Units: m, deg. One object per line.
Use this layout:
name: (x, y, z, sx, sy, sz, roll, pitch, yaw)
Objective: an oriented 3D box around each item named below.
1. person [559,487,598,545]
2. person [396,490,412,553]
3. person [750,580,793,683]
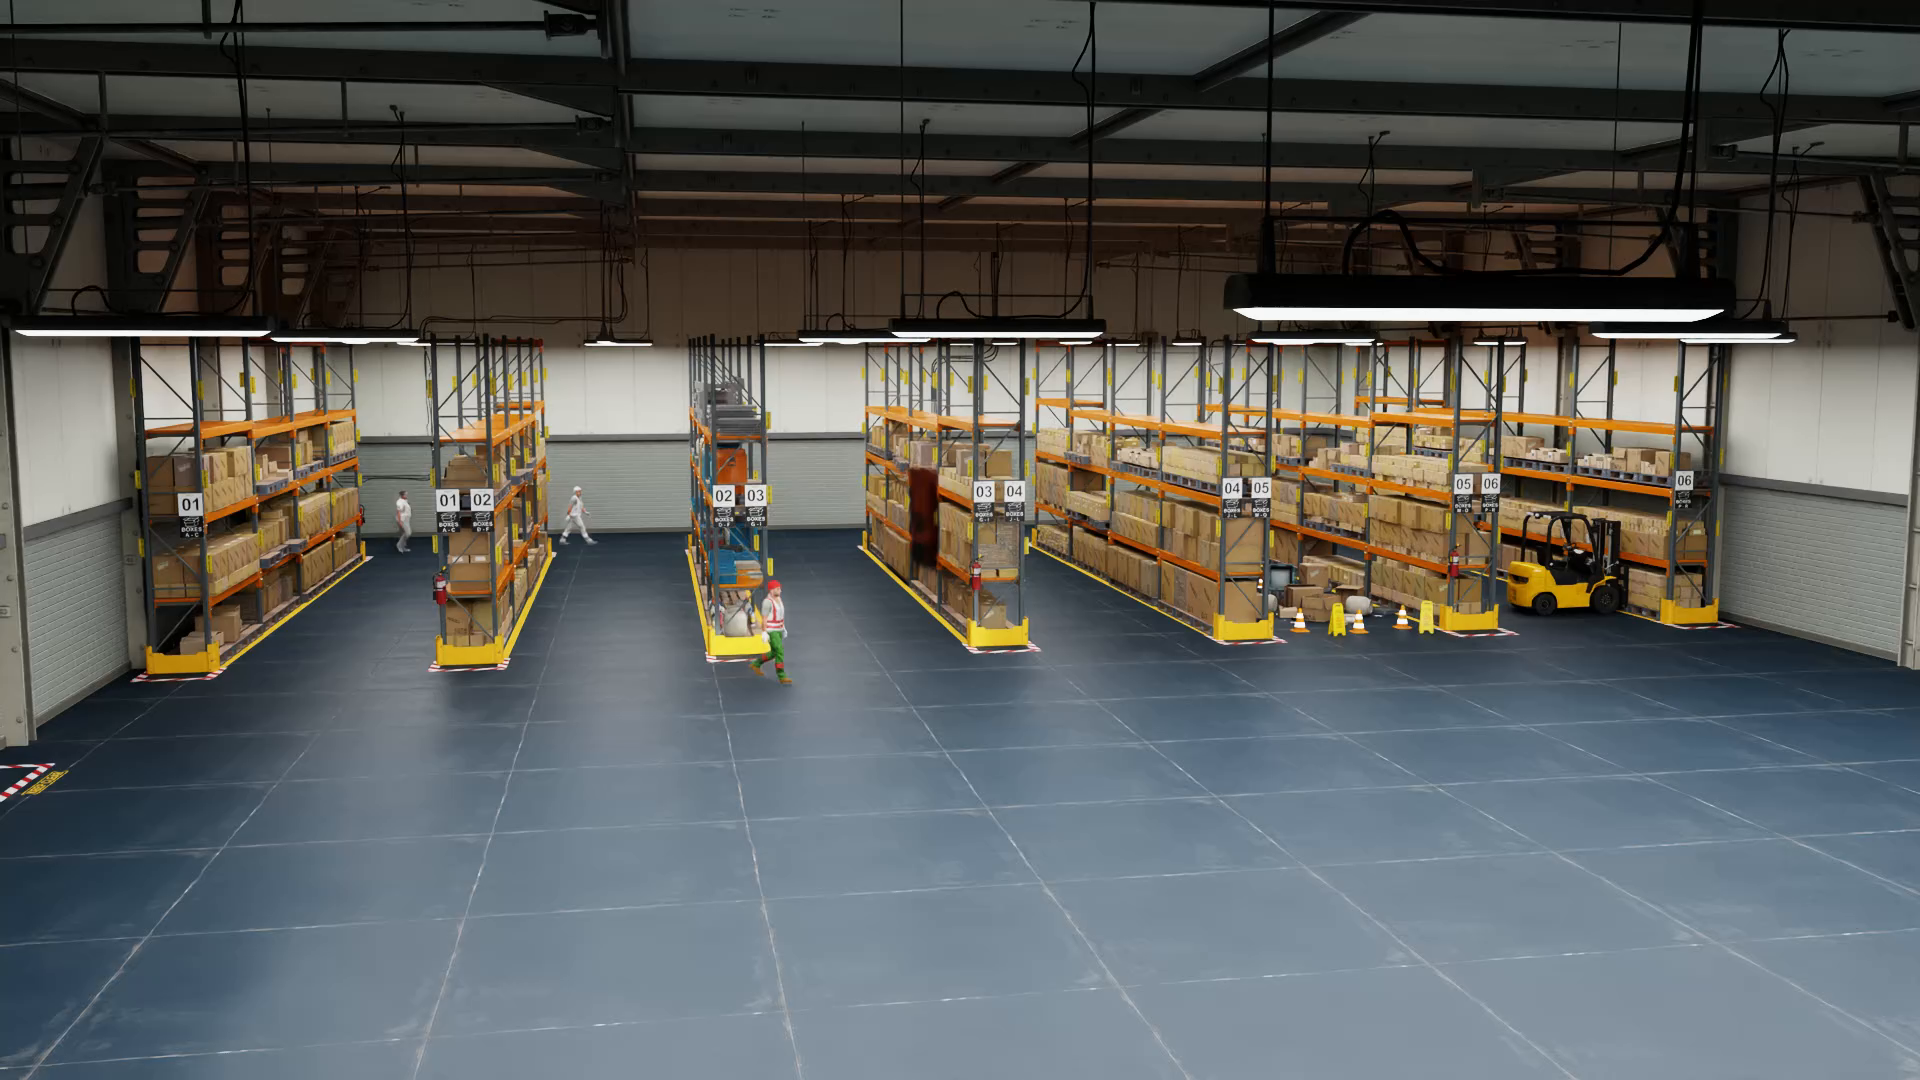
person: (-11.126, -0.707, 48.463, 1.120, 1.713, 0.501, -1, 7, -6)
person: (-15.708, -0.533, 46.949, 0.444, 1.782, 0.568, -1, 7, -11)
person: (-3.235, 1.564, 28.691, 0.928, 1.764, 0.614, 3, 7, 21)
